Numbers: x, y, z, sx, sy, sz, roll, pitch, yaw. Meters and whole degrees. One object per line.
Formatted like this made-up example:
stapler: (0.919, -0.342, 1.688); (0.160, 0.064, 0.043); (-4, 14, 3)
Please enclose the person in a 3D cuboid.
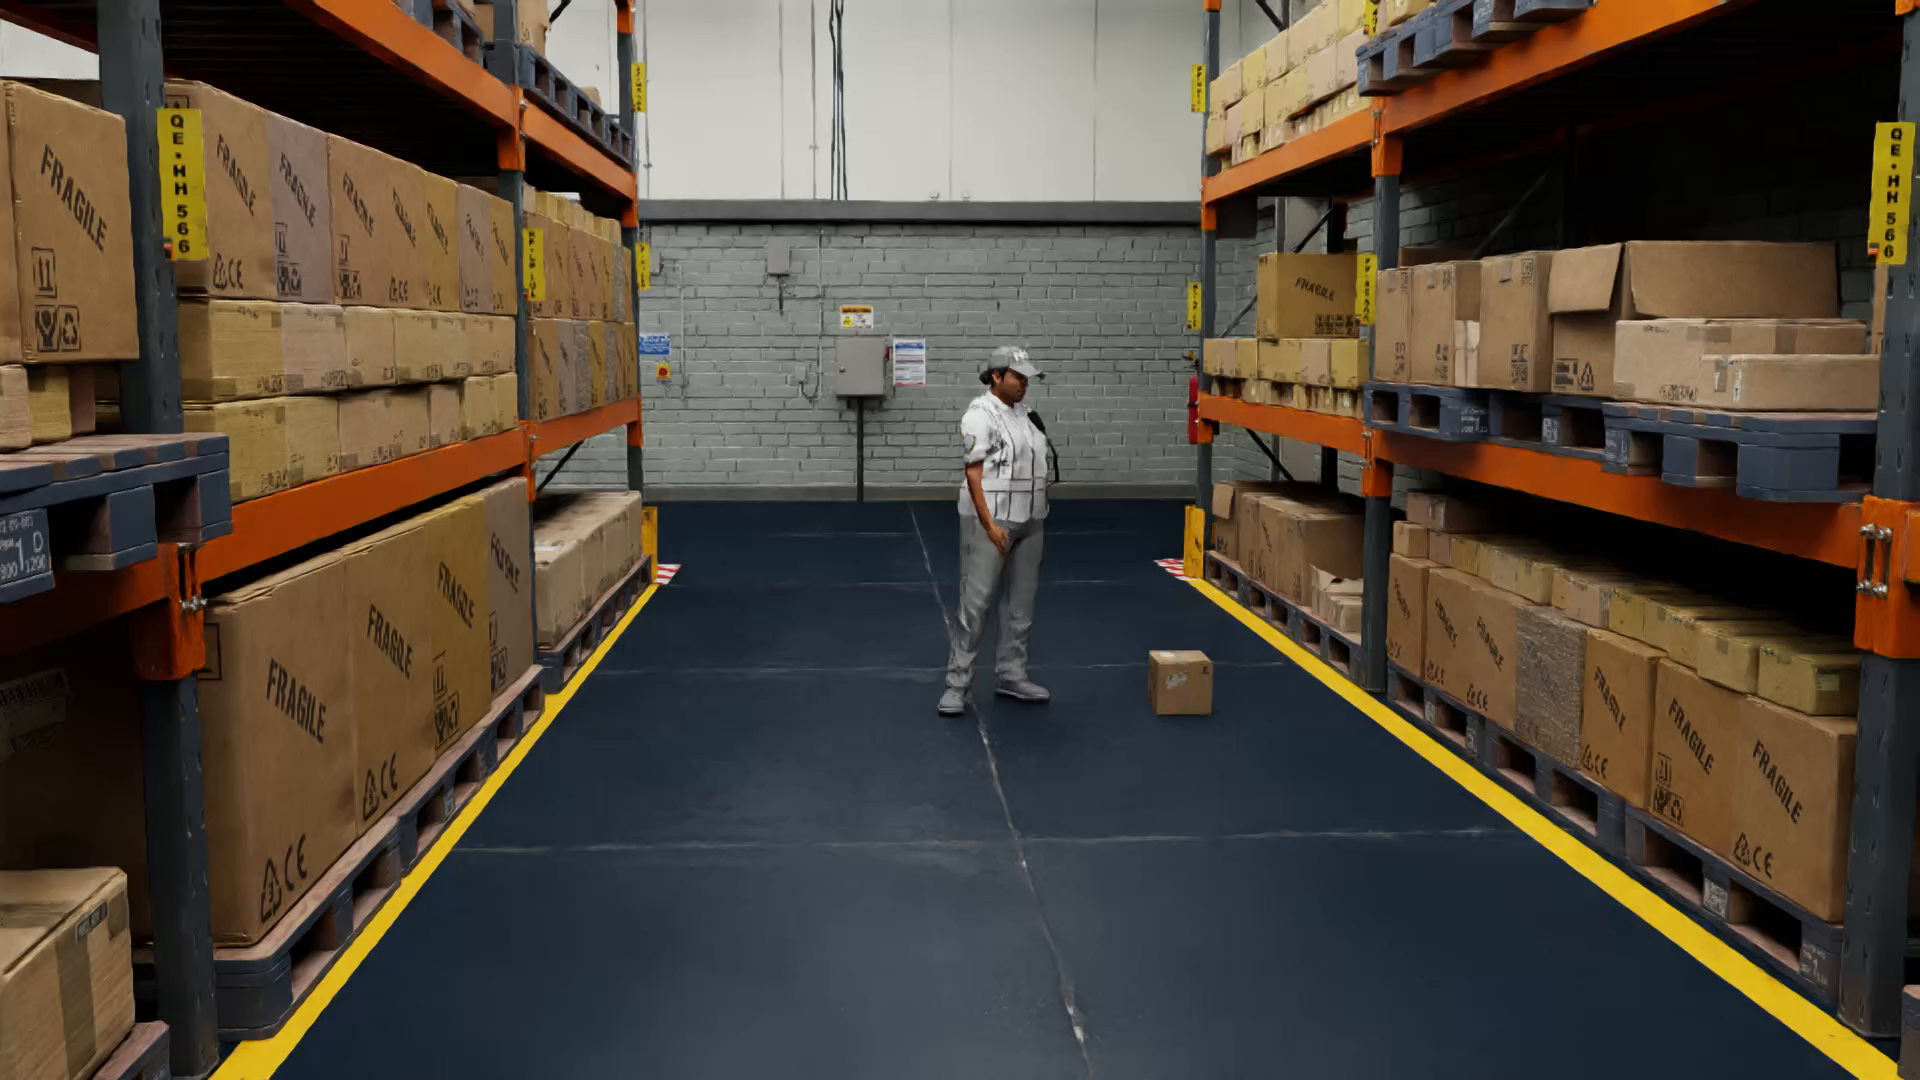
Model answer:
person: (0.136, -0.064, 7.691); (0.384, 1.665, 0.678); (7, 10, 43)
